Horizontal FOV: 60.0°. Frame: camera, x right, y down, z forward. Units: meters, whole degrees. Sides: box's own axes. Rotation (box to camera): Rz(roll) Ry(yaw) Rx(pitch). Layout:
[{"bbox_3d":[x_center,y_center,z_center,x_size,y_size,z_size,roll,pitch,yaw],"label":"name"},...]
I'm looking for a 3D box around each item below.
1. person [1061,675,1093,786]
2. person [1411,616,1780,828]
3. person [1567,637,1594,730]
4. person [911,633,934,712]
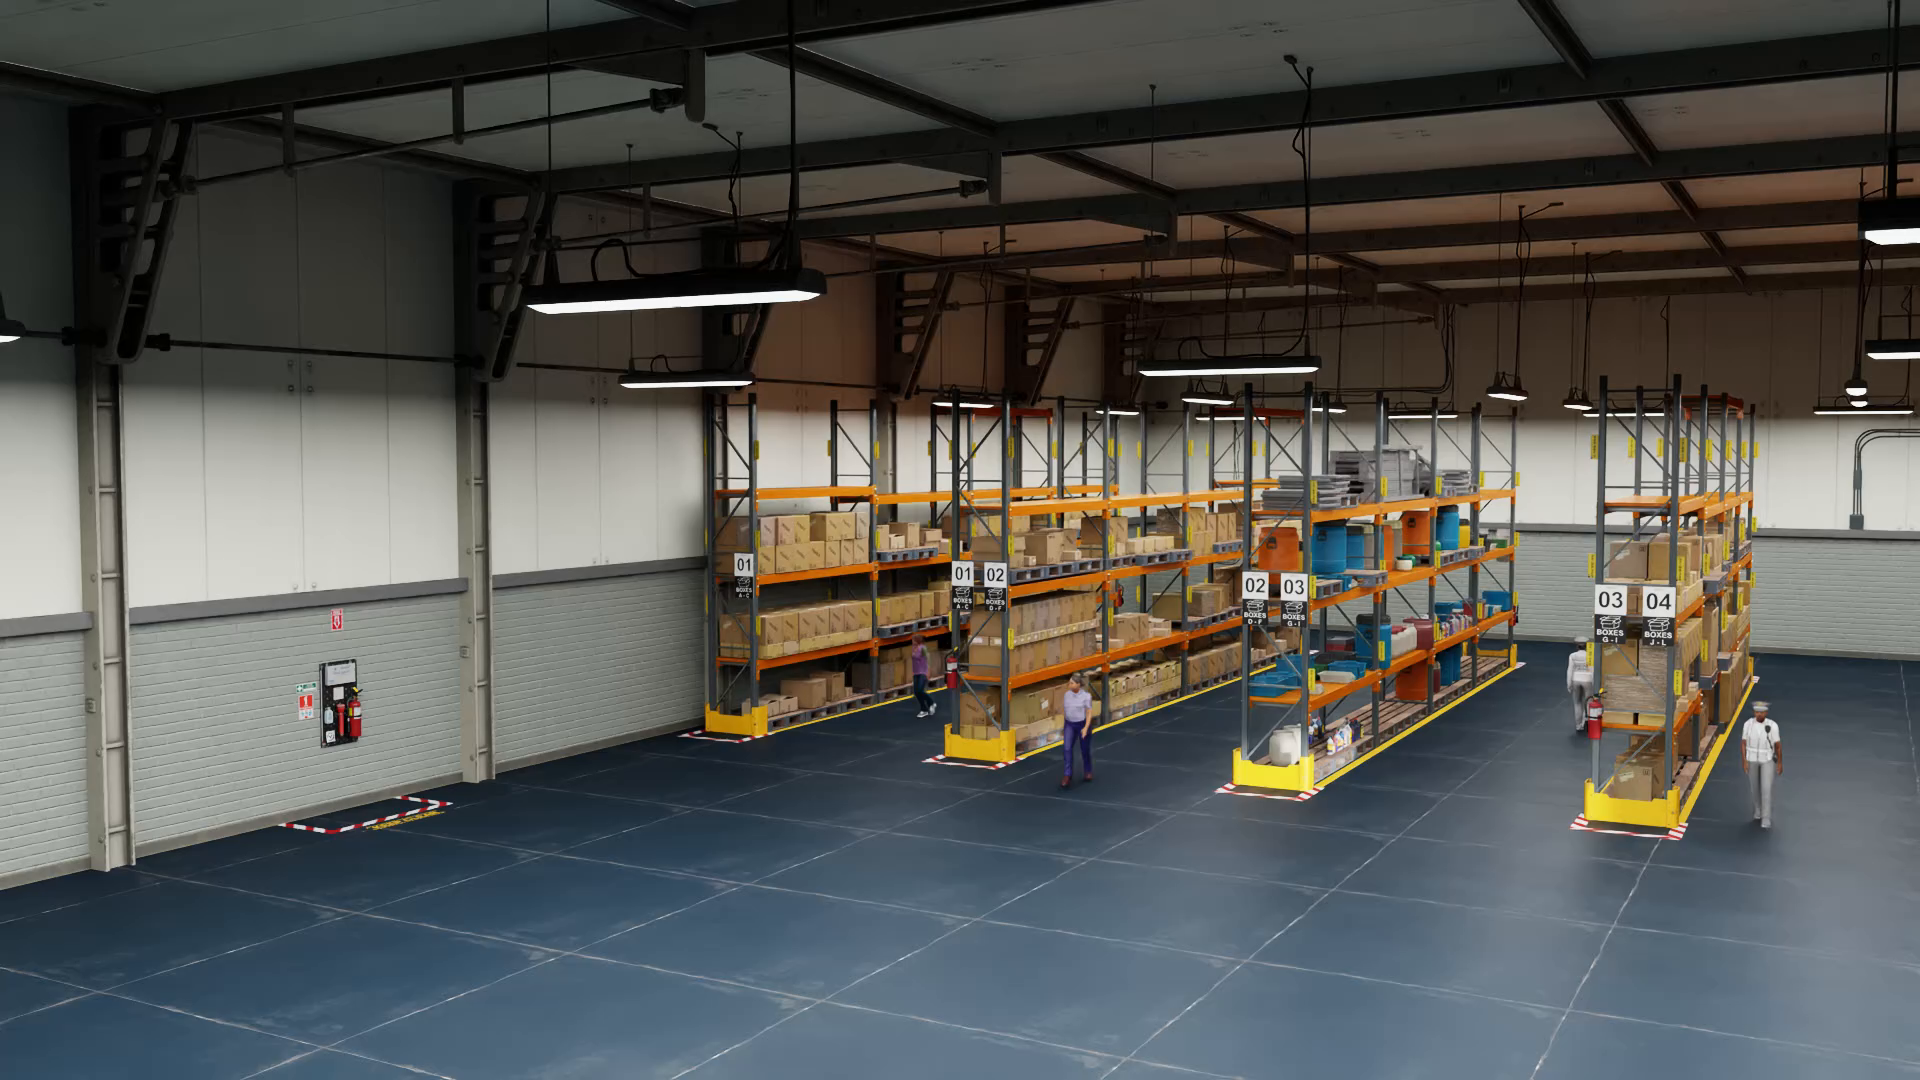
[{"bbox_3d":[1.746,2.828,24.953,0.508,1.607,0.932,1,3,21],"label":"person"},{"bbox_3d":[9.860,2.668,27.749,8.558,1.617,8.727,2,4,38],"label":"person"},{"bbox_3d":[11.081,2.572,29.636,0.512,1.672,0.516,2,3,27],"label":"person"},{"bbox_3d":[-0.711,2.492,31.238,0.411,1.500,0.497,-2,4,-37],"label":"person"}]
